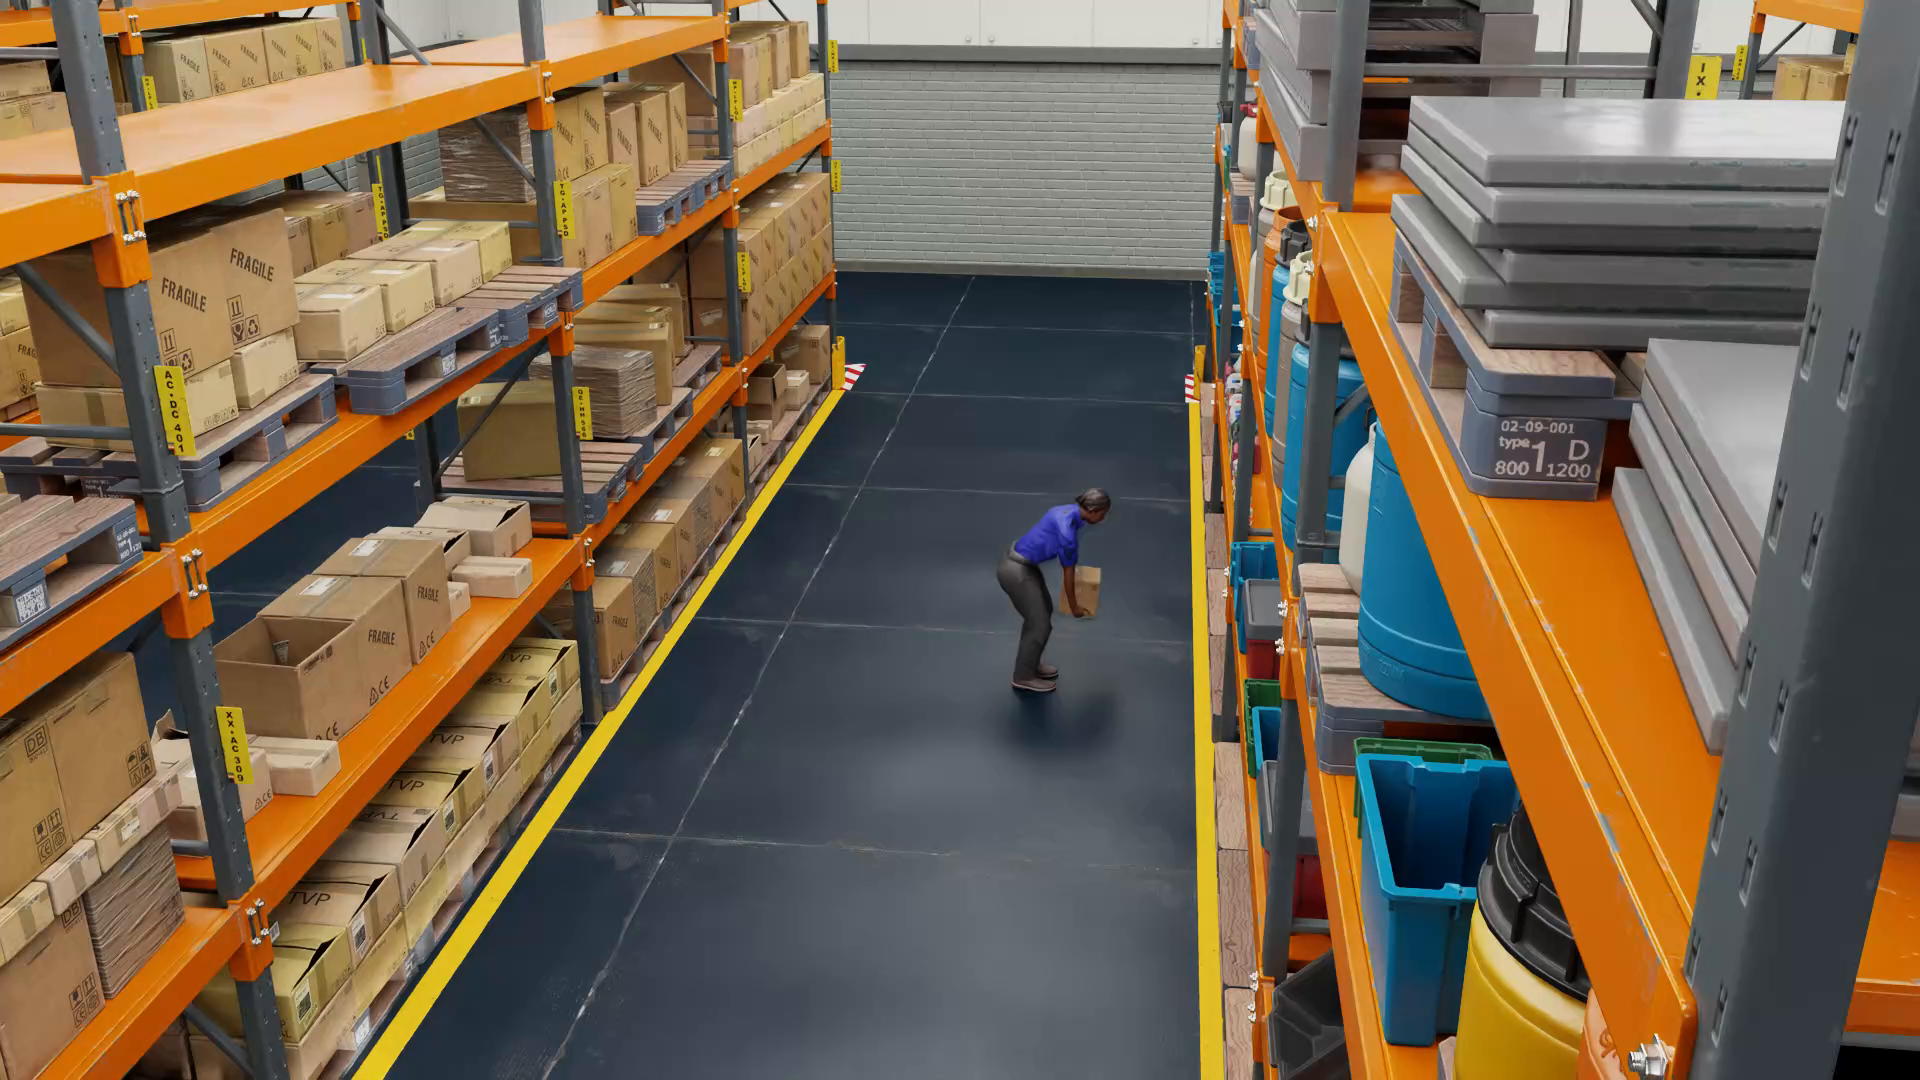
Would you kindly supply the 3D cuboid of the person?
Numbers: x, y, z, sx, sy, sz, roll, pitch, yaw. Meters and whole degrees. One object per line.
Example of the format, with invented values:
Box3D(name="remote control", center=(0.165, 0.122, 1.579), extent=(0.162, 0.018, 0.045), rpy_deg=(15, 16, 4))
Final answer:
Box3D(name="person", center=(0.614, 0.314, 11.048), extent=(0.735, 1.399, 0.414), rpy_deg=(2, 21, 5))
